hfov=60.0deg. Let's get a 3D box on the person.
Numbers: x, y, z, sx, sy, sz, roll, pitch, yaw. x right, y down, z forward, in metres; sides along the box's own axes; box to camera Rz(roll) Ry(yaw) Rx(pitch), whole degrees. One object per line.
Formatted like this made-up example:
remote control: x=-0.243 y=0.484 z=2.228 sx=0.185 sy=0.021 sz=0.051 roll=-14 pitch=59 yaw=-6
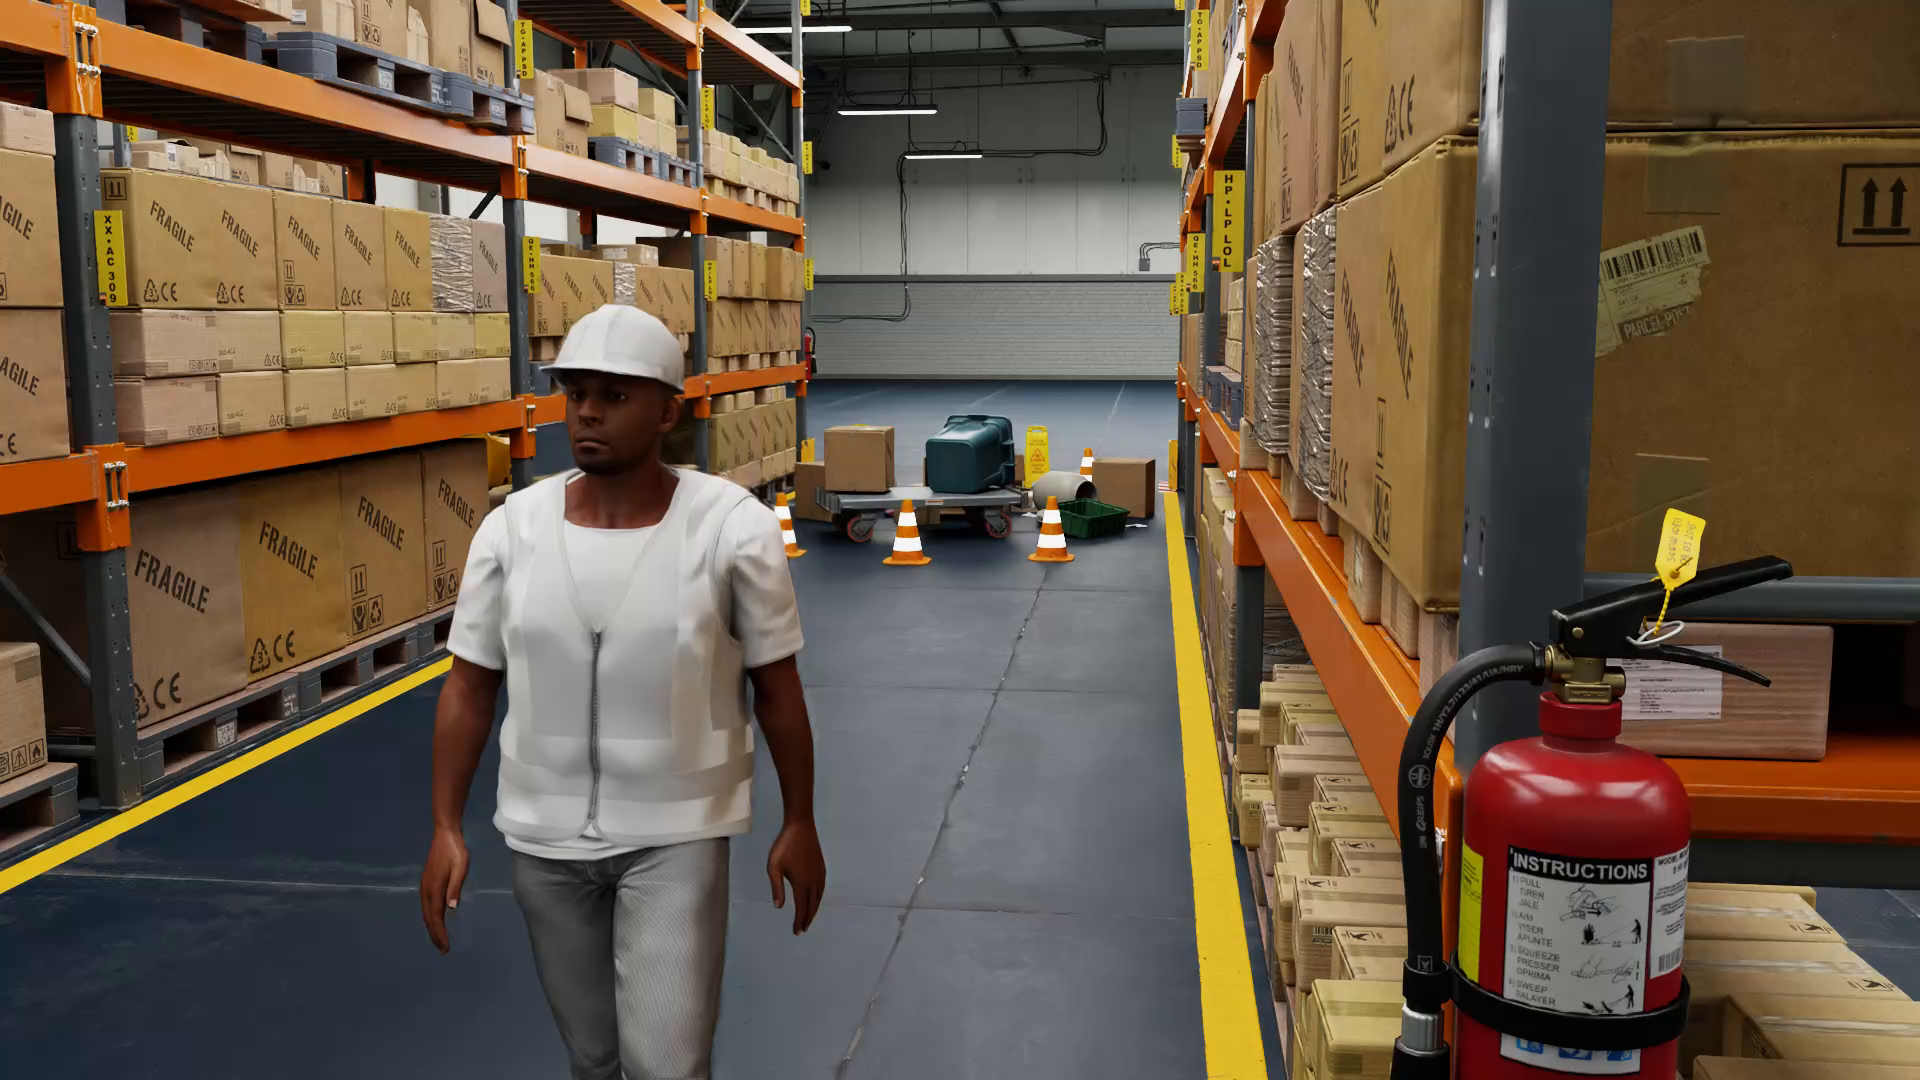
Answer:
person: x=-0.561 y=0.527 z=2.766 sx=0.624 sy=1.821 sz=0.557 roll=1 pitch=8 yaw=8
